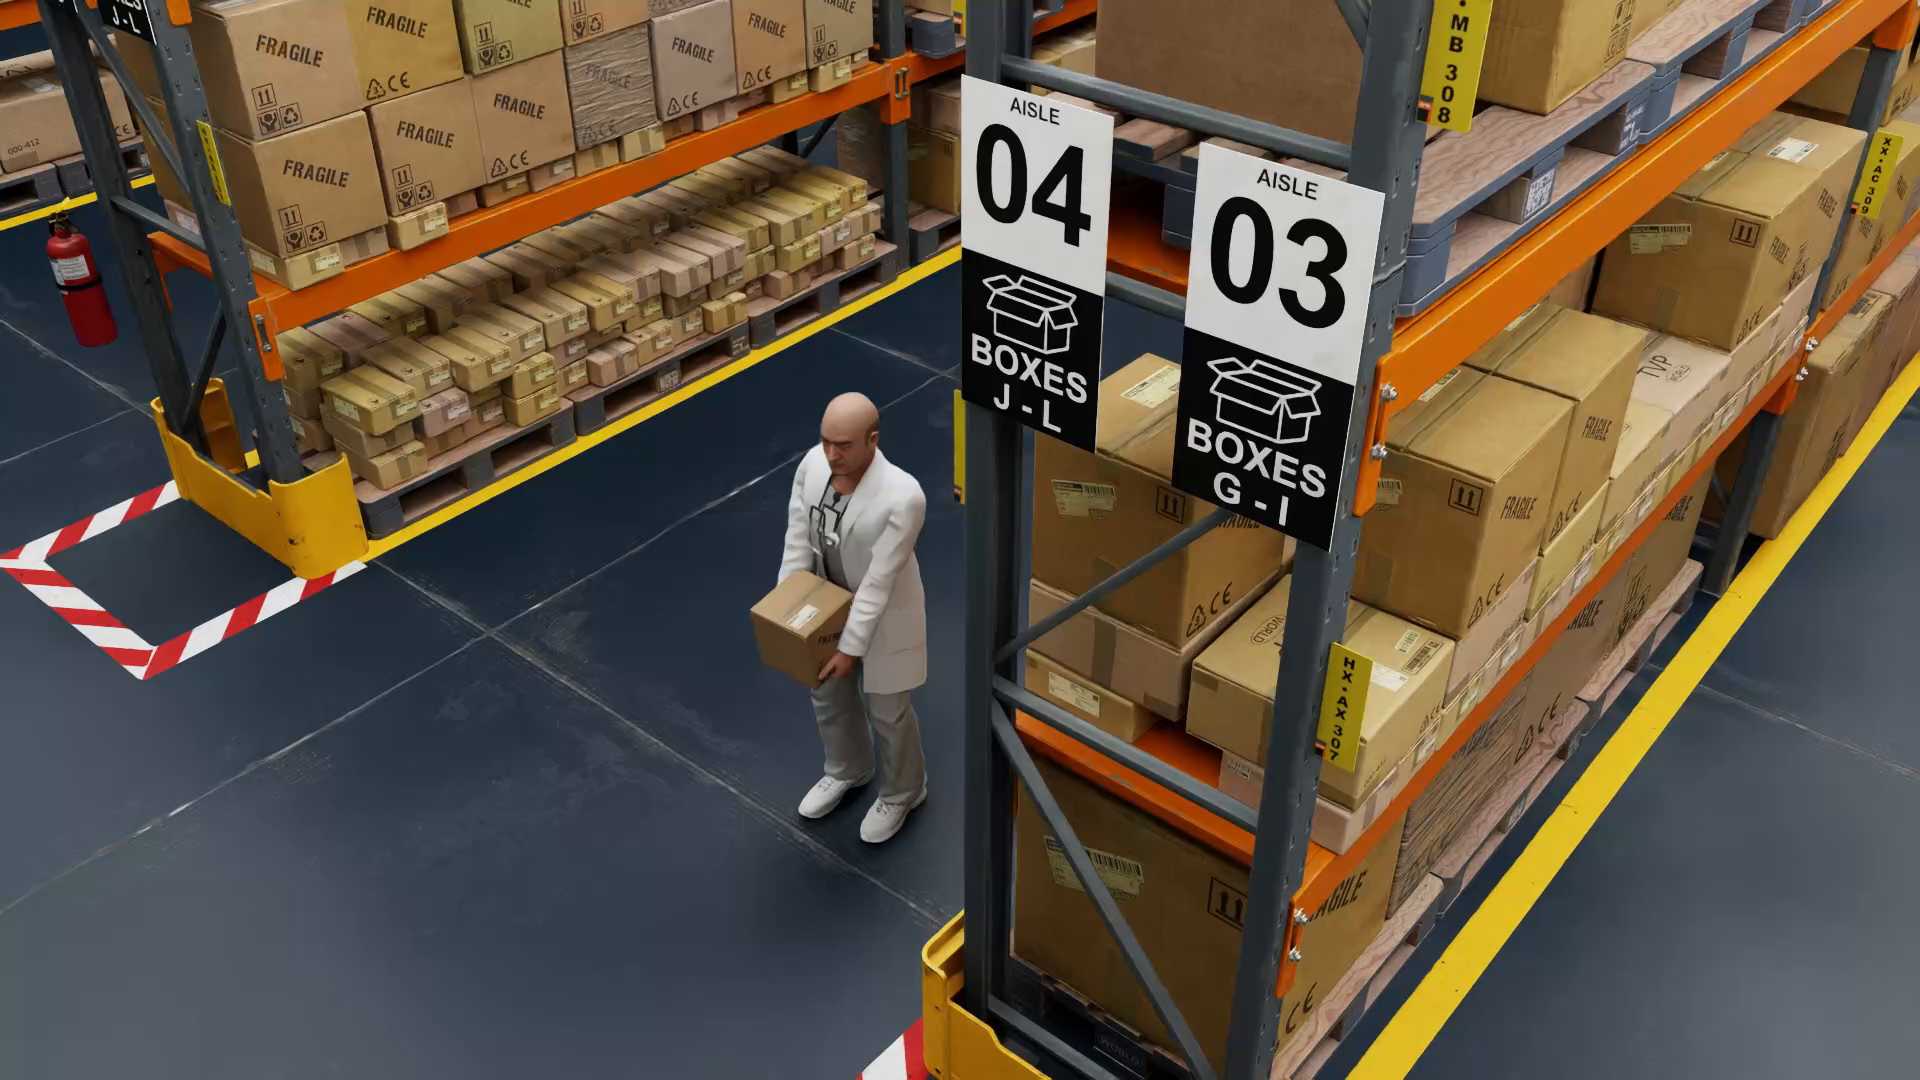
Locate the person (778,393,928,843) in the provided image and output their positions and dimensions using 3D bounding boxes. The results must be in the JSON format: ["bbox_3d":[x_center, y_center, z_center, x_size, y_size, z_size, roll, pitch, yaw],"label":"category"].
[{"bbox_3d":[-0.389,0.293,5.740,0.525,1.777,0.575,24,41,30],"label":"person"}]
